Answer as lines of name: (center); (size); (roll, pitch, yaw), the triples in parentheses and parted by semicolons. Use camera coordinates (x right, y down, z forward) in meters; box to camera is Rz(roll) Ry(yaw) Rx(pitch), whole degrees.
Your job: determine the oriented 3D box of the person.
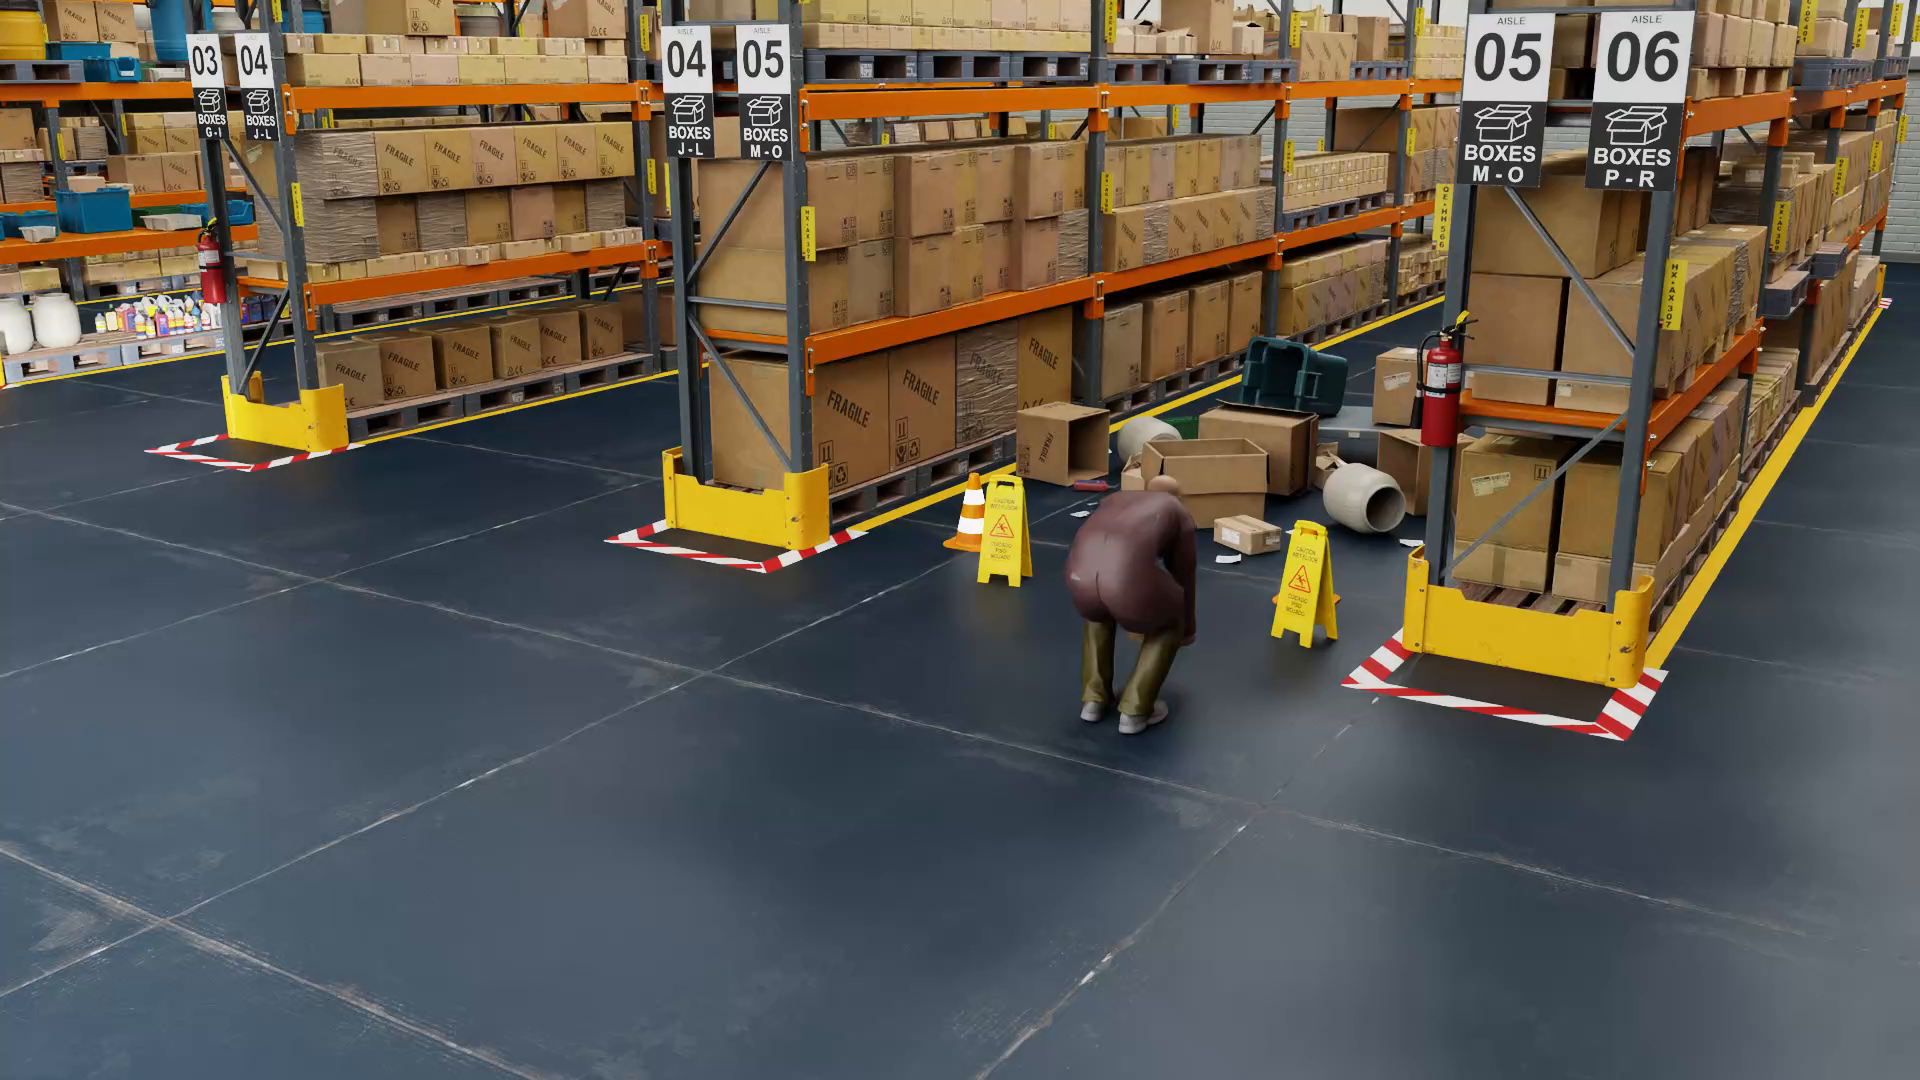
person: (0.830, 0.296, 7.837); (0.584, 1.055, 0.941); (9, 18, 28)
